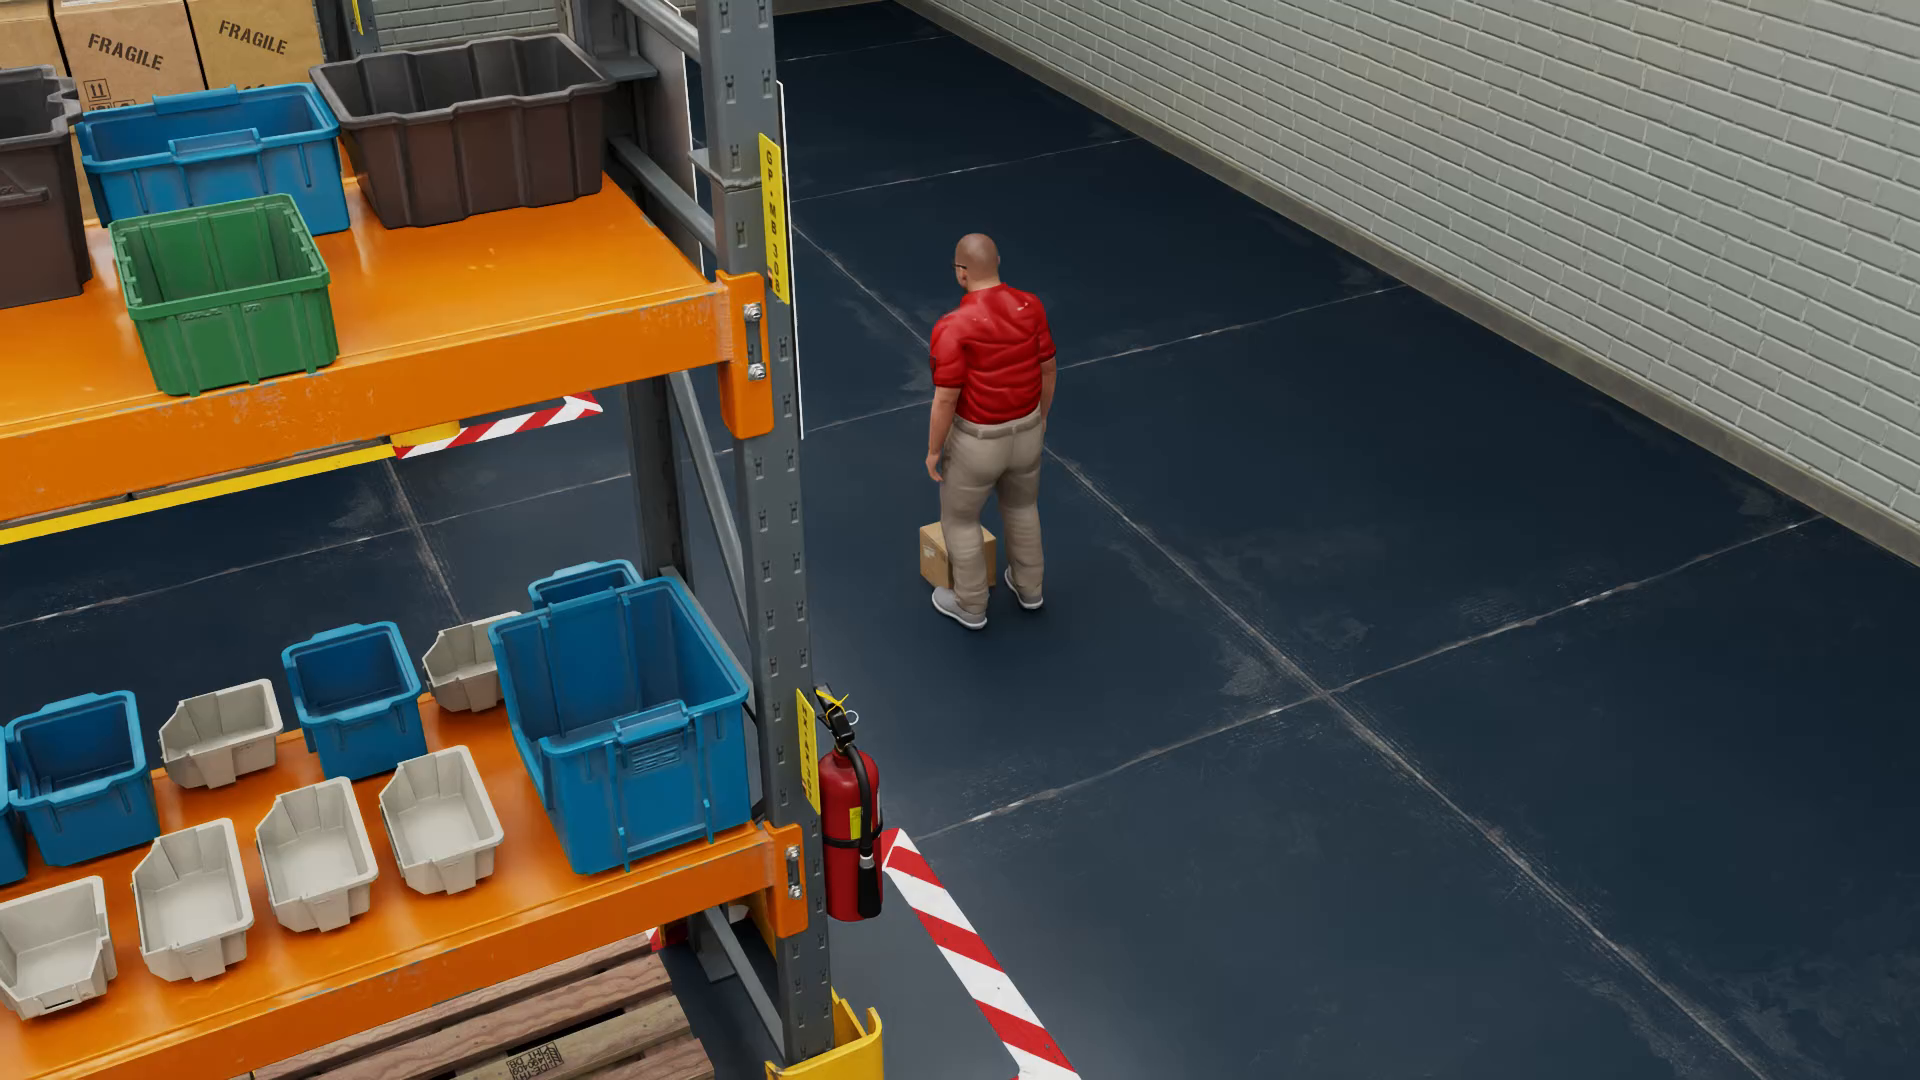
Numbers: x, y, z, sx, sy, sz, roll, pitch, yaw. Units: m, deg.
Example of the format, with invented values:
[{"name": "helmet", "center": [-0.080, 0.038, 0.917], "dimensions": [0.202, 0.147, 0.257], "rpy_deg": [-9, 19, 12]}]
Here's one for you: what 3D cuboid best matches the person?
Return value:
[{"name": "person", "center": [0.120, -0.428, 6.816], "dimensions": [0.595, 1.725, 0.392], "rpy_deg": [-18, 37, -25]}]
